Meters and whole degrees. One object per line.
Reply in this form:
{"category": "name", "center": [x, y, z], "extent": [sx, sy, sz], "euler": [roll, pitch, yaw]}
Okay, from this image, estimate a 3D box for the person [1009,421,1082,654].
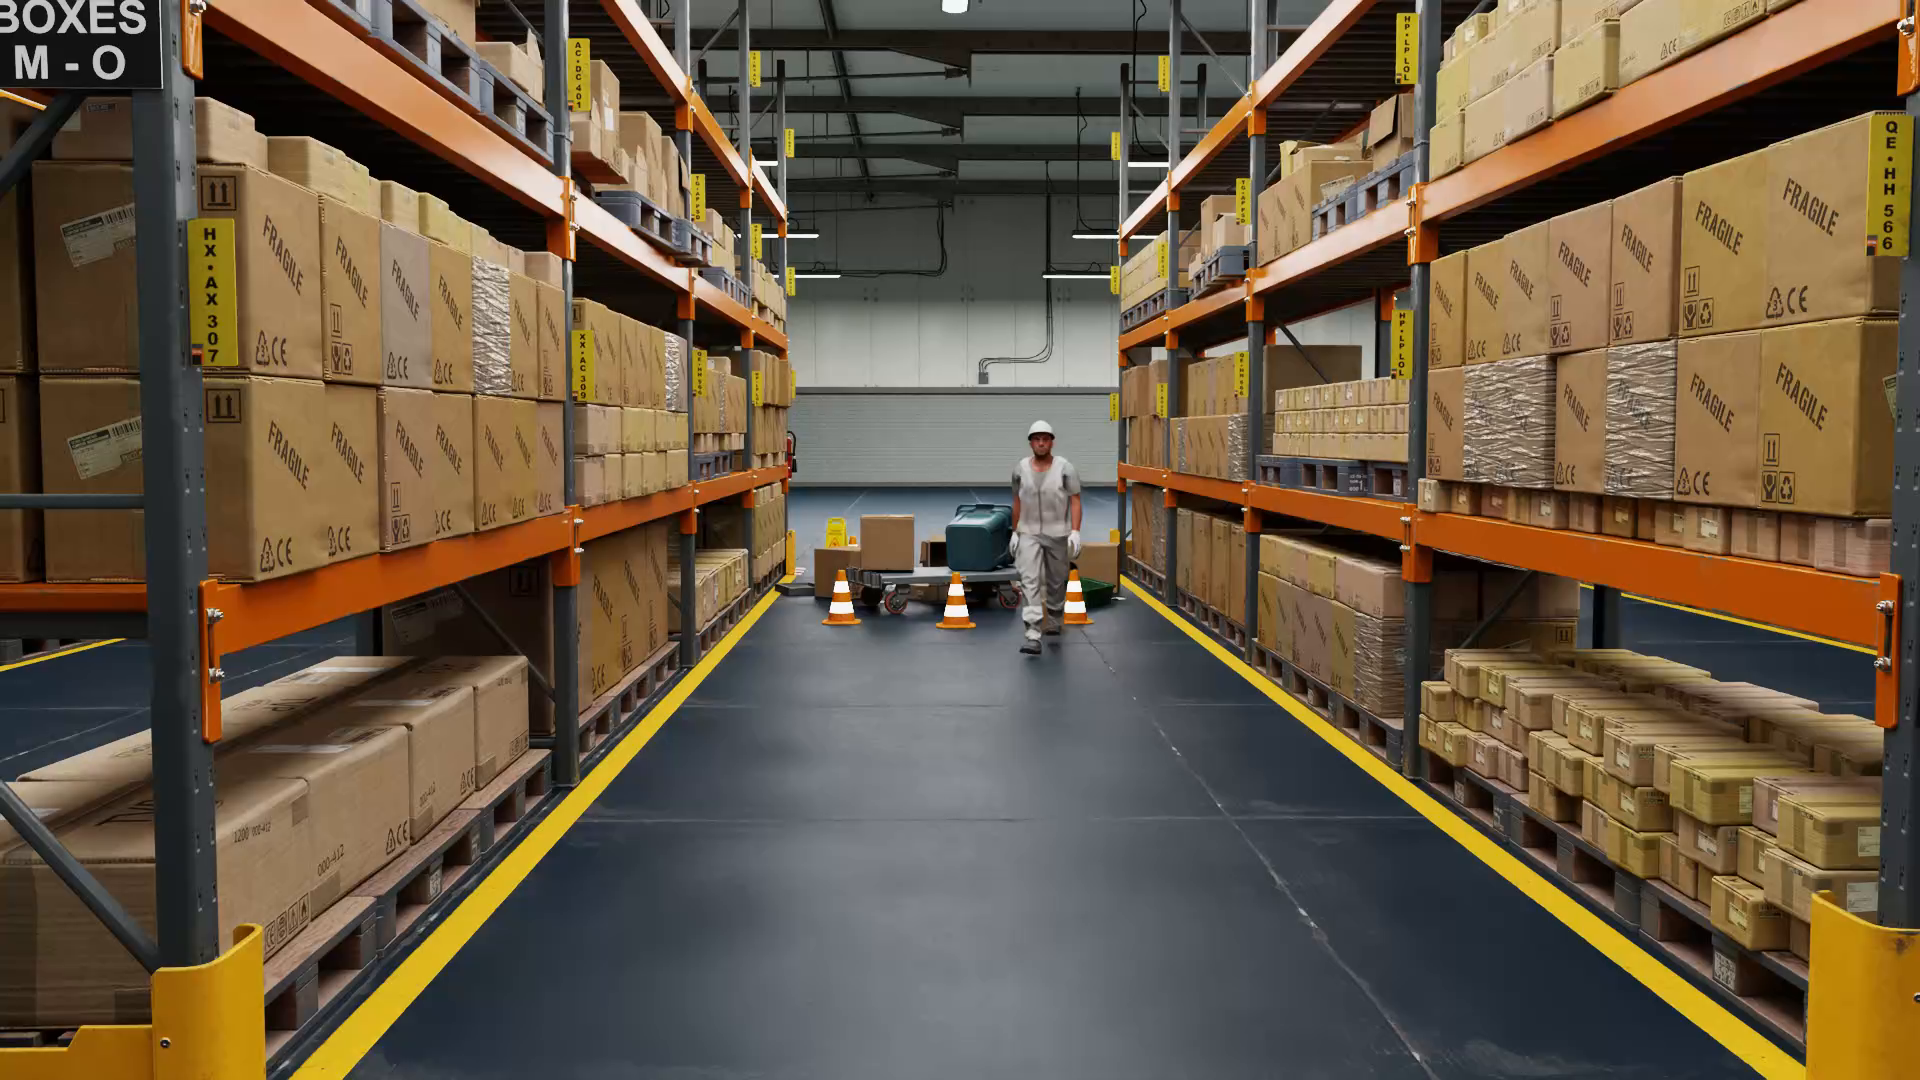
{"category": "person", "center": [0.650, -0.031, 12.622], "extent": [0.576, 1.747, 1.066], "euler": [1, 4, 8]}
